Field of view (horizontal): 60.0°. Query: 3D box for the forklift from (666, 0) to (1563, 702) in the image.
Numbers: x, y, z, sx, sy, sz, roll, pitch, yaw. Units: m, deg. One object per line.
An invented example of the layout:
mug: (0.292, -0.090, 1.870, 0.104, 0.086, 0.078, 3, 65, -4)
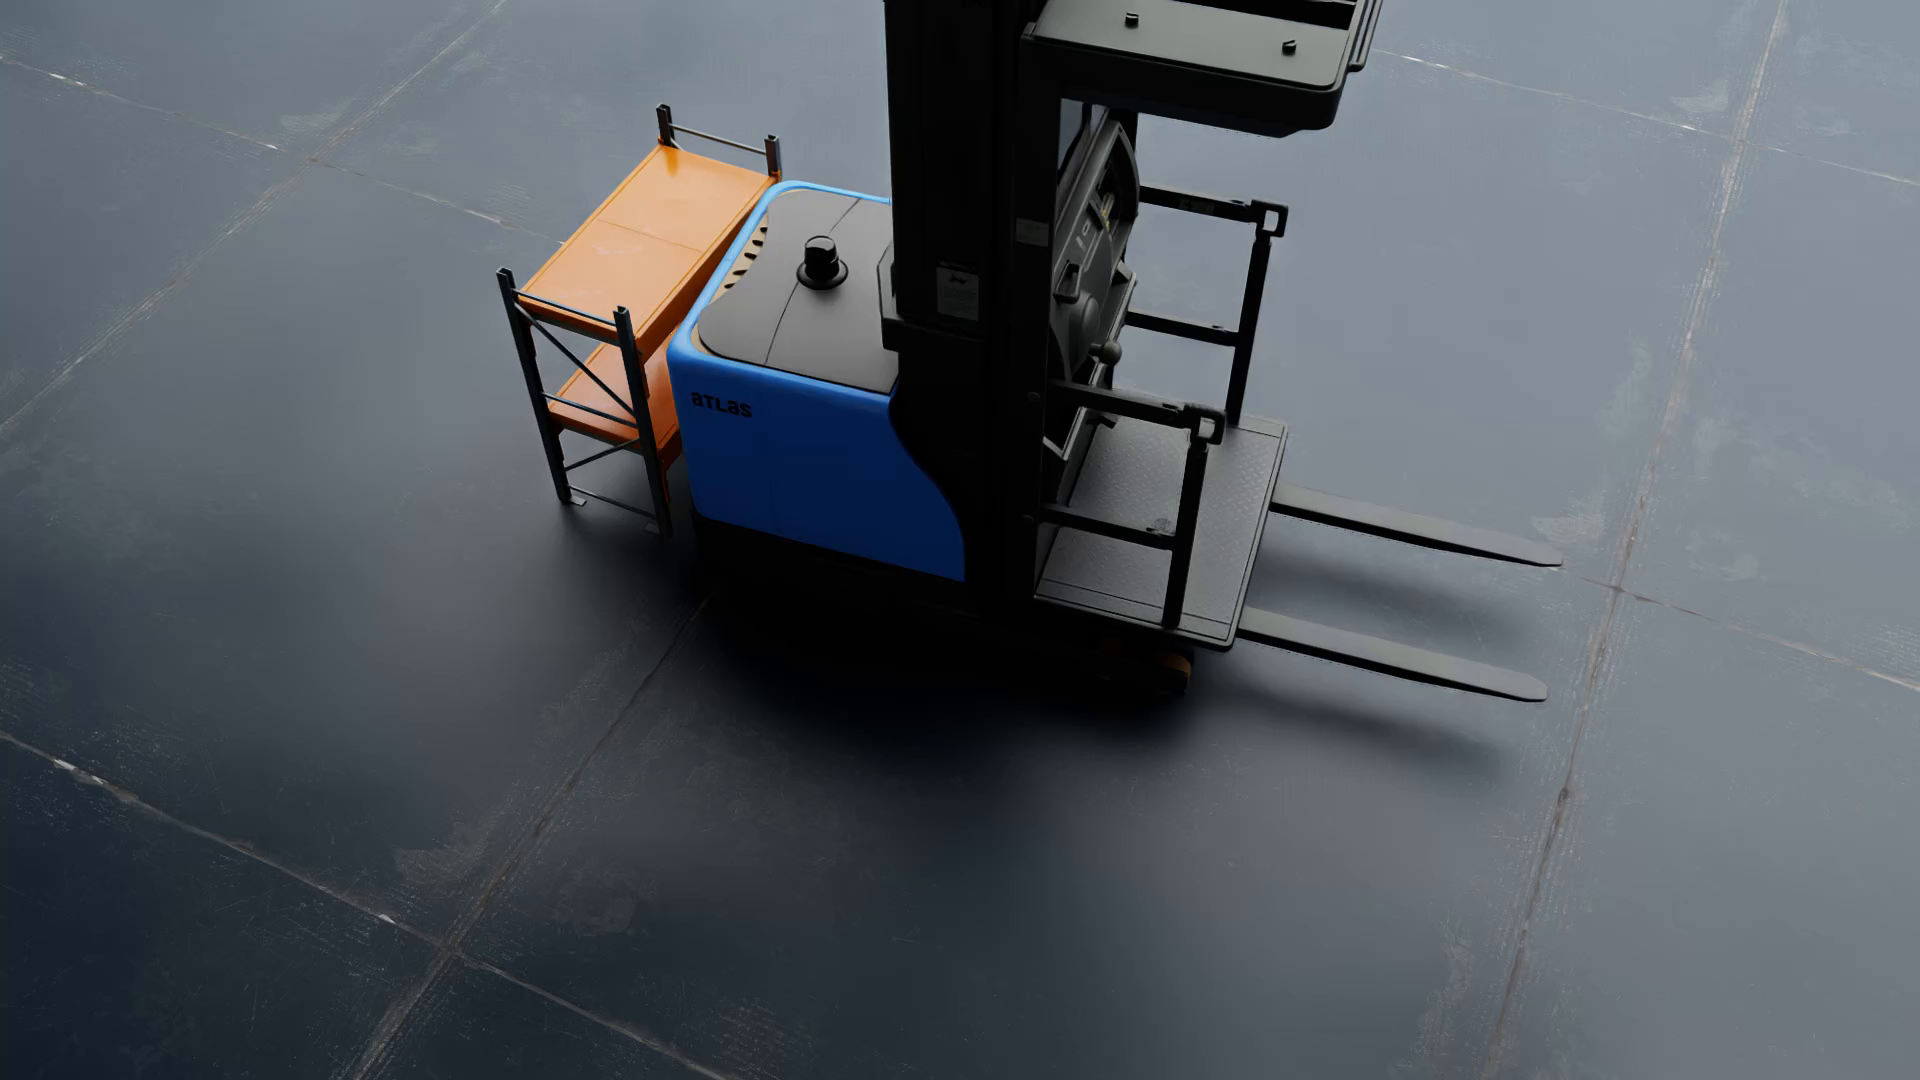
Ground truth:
forklift: (0.603, -0.867, 5.063, 3.031, 2.935, 1.130, 14, 51, 11)

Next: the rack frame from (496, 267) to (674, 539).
rack frame: (-1.312, -0.459, 5.901, 0.500, 1.125, 0.032, 19, 52, 16)

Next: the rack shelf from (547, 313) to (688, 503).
rack shelf: (-1.100, -0.652, 6.387, 0.538, 0.278, 1.000, 19, 52, 16)

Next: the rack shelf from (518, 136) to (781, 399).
rack shelf: (-1.100, -1.000, 5.978, 0.538, 0.278, 1.000, 19, 52, 16)

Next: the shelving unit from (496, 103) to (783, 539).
shelving unit: (-1.100, -0.810, 6.201, 0.538, 1.125, 1.048, 19, 52, 16)

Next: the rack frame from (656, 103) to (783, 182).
rack frame: (-0.888, -1.162, 6.500, 0.500, 1.125, 0.032, 19, 52, 16)
